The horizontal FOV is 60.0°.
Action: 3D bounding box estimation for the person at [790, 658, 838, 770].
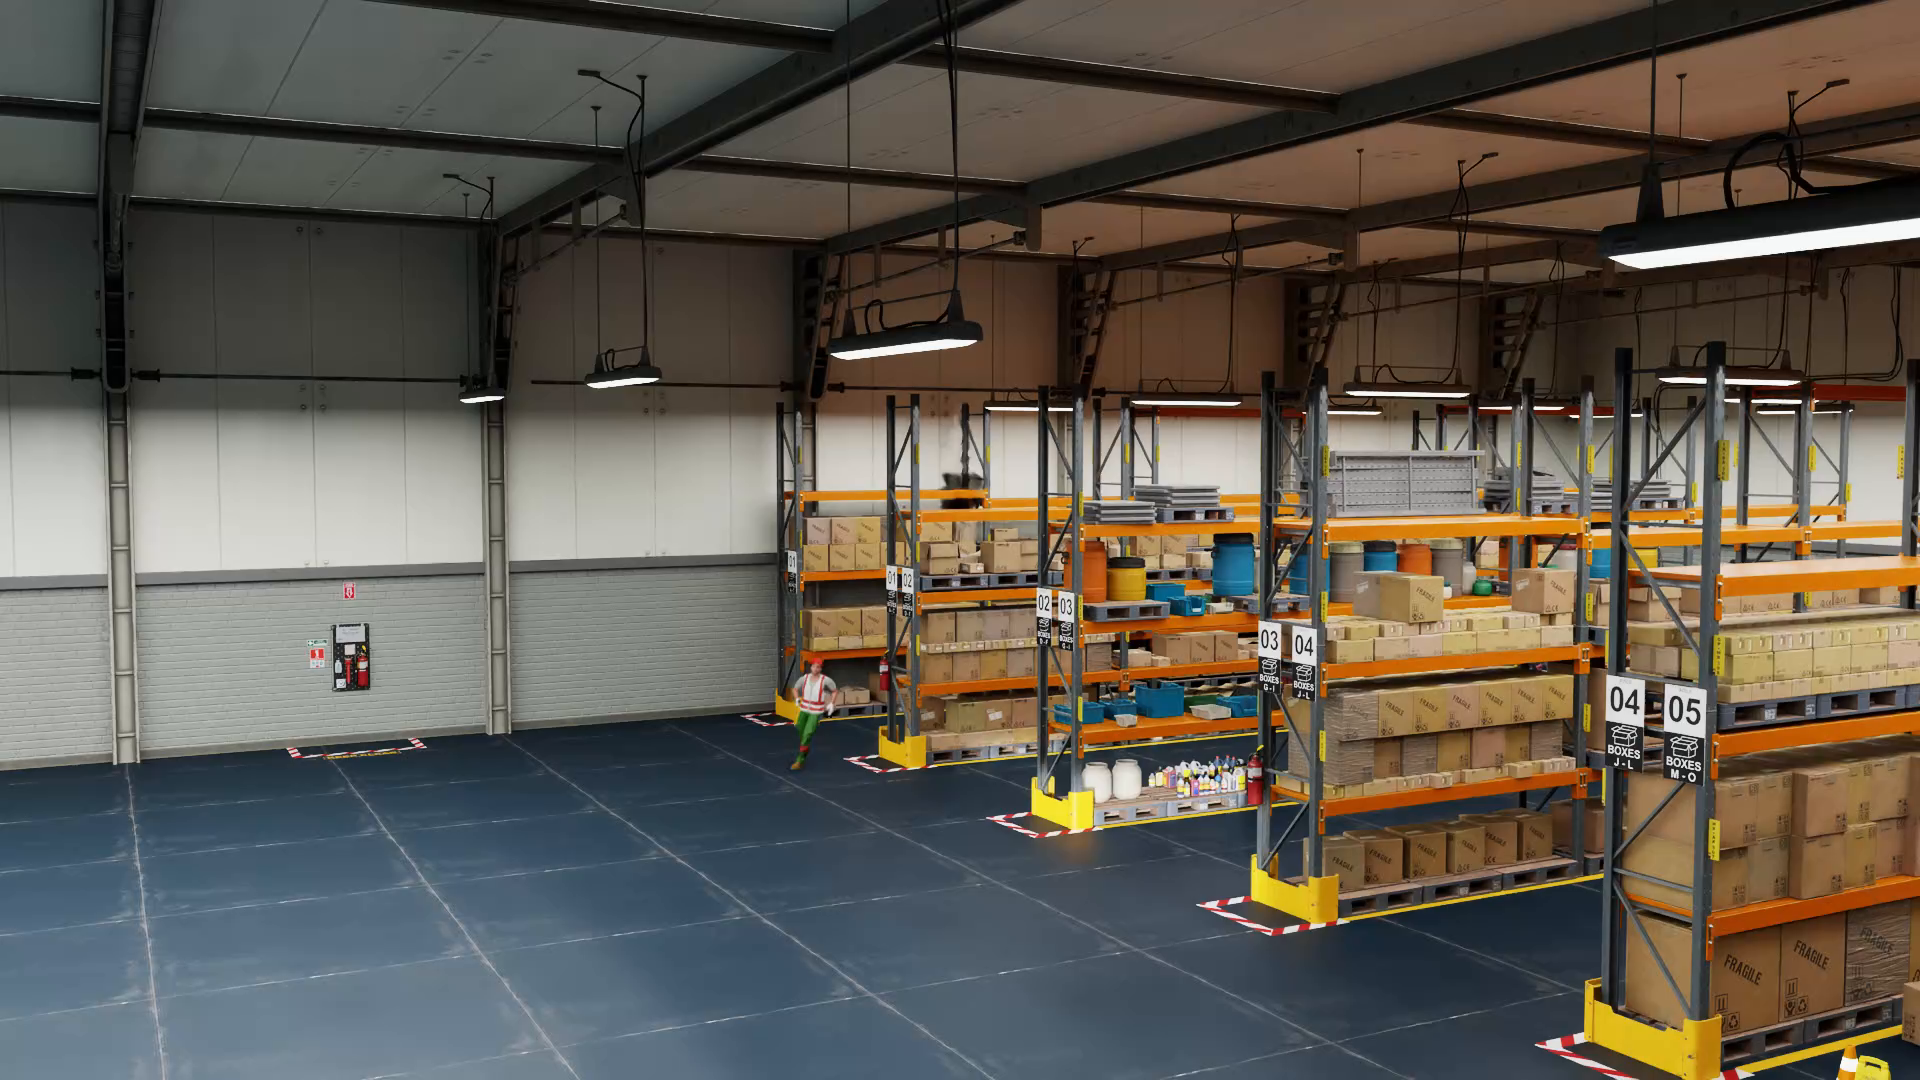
[{"bbox_3d":[-2.373,2.760,26.693,0.717,1.747,0.979,1,3,13],"label":"person"}]
